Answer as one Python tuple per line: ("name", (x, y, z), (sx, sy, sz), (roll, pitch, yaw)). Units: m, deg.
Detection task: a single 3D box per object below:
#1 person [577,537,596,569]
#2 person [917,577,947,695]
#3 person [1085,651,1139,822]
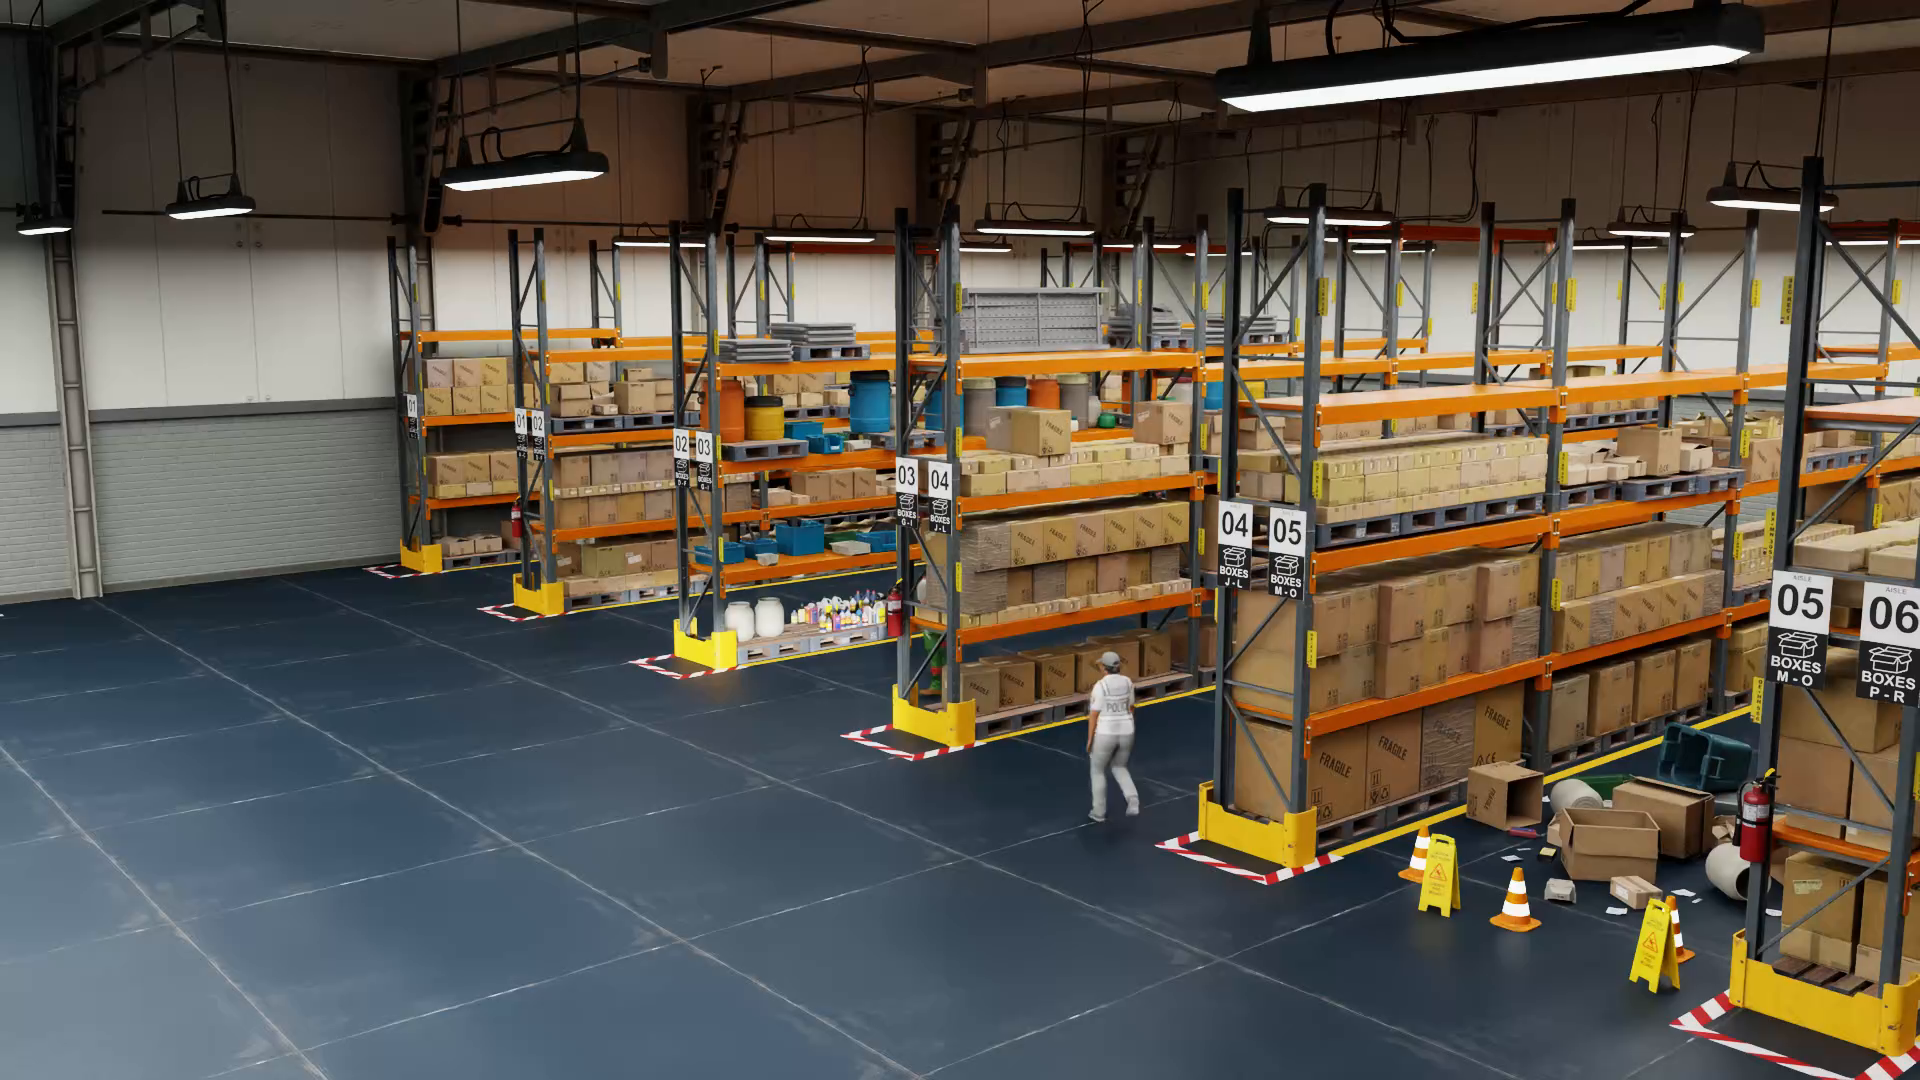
("person", (-6.729, -0.184, 29.727), (0.456, 1.730, 0.393), (0, 9, -1))
("person", (-0.315, 1.033, 21.105), (0.683, 1.784, 0.528), (-8, 12, -42))
("person", (1.481, 1.907, 16.013), (0.530, 1.657, 0.573), (-4, 9, -22))
